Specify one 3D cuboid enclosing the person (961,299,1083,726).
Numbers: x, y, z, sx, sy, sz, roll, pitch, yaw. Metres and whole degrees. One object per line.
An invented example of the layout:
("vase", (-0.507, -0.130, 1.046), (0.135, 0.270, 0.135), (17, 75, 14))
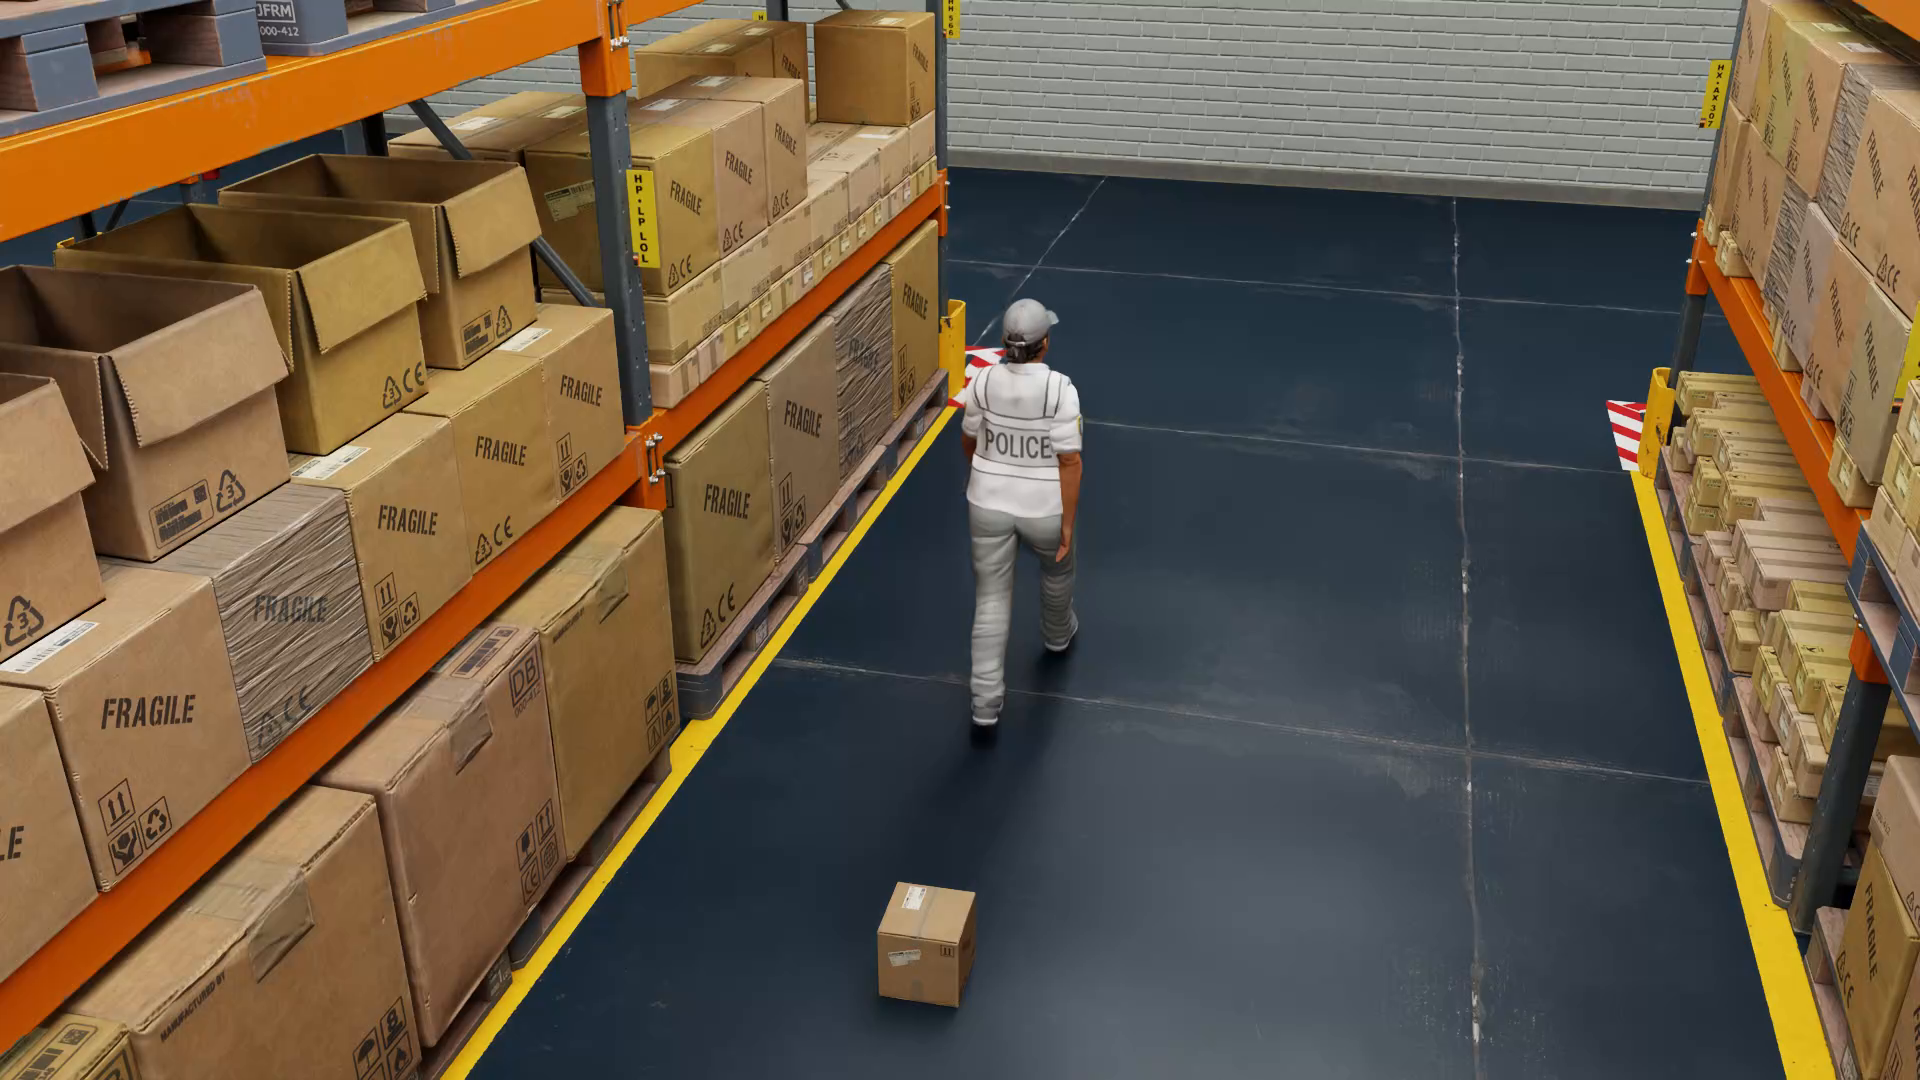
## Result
("person", (0.245, -0.172, 6.445), (0.490, 1.600, 1.027), (5, 26, 10))
